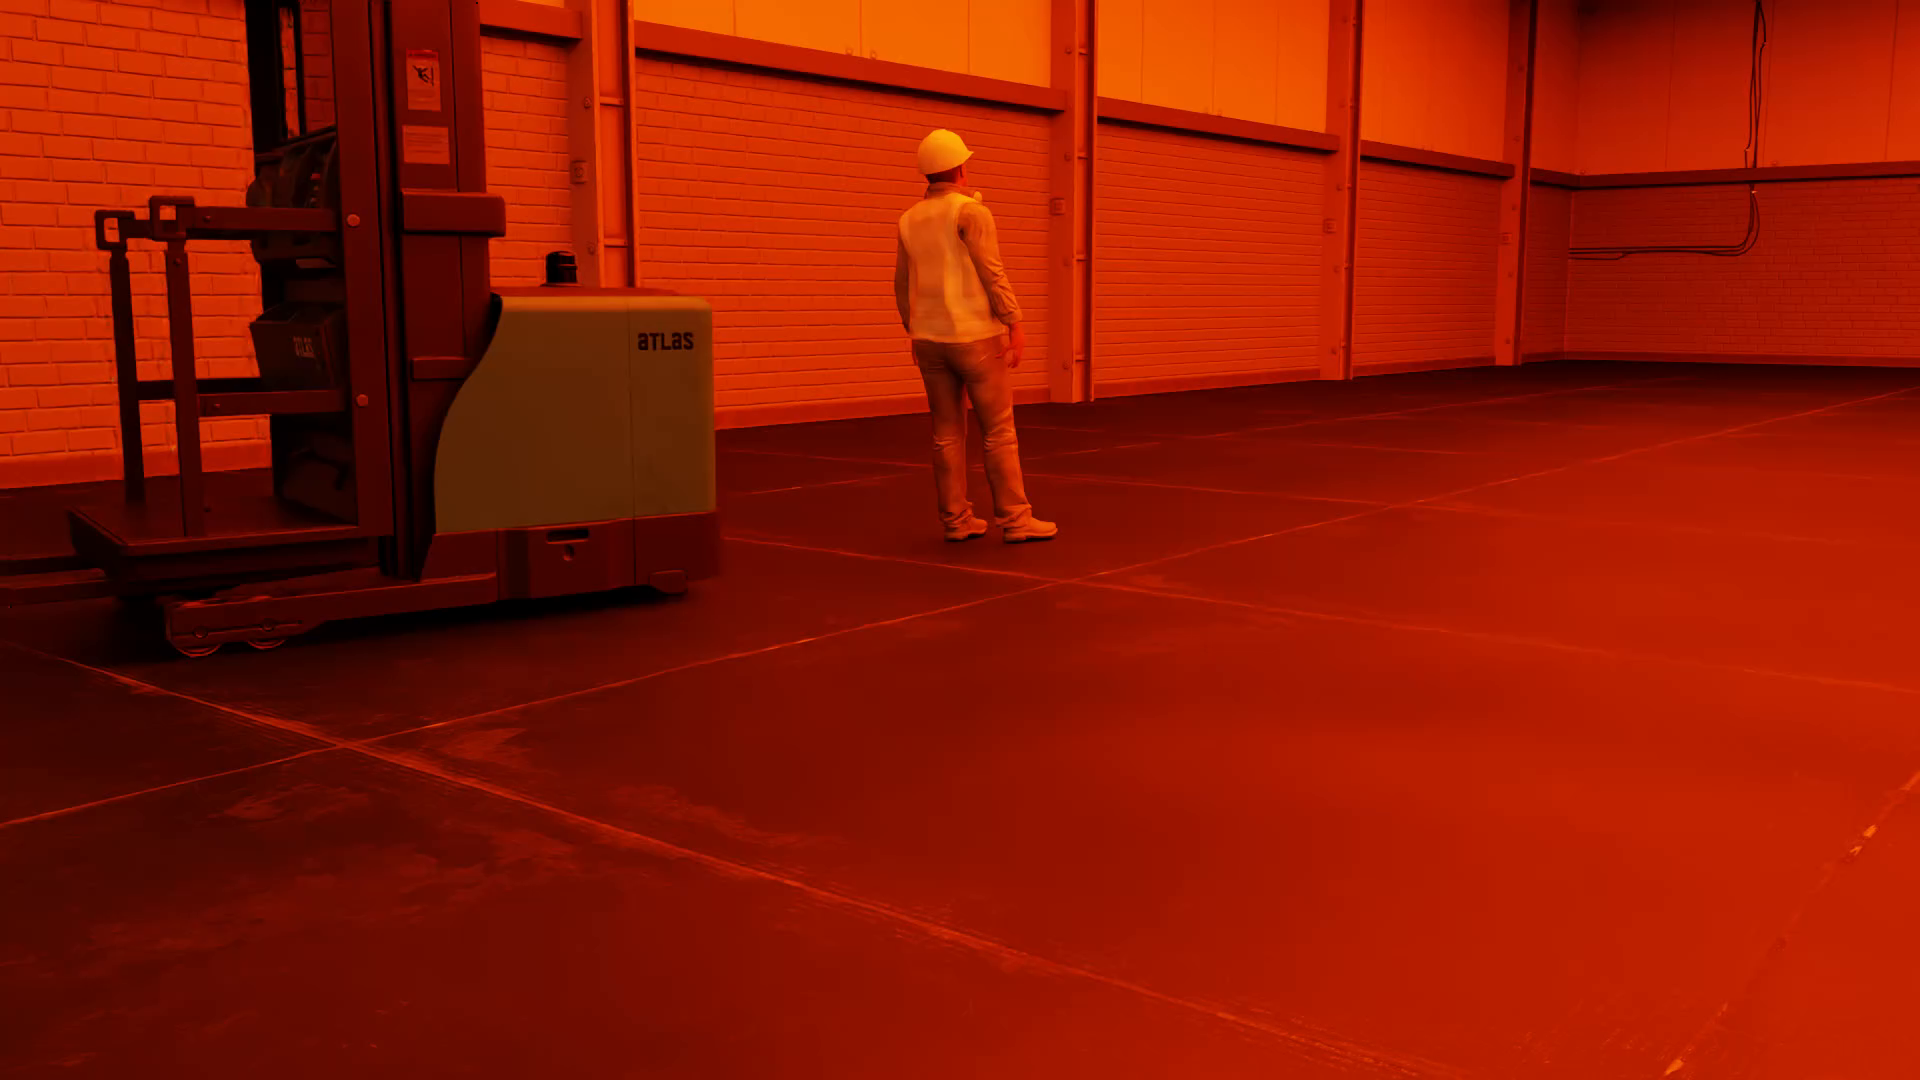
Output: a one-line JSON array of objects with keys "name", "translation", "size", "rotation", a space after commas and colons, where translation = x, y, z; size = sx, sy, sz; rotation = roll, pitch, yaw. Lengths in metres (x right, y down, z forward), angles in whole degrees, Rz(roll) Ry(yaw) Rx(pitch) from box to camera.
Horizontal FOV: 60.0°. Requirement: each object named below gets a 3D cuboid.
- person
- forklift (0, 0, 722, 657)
[{"name": "person", "translation": [0.045, -0.891, 7.319], "size": [0.633, 1.775, 0.566], "rotation": [7, 11, 38]}, {"name": "forklift", "translation": [-2.364, -1.185, 5.378], "size": [3.031, 2.935, 1.130], "rotation": [-6, 10, -35]}]
